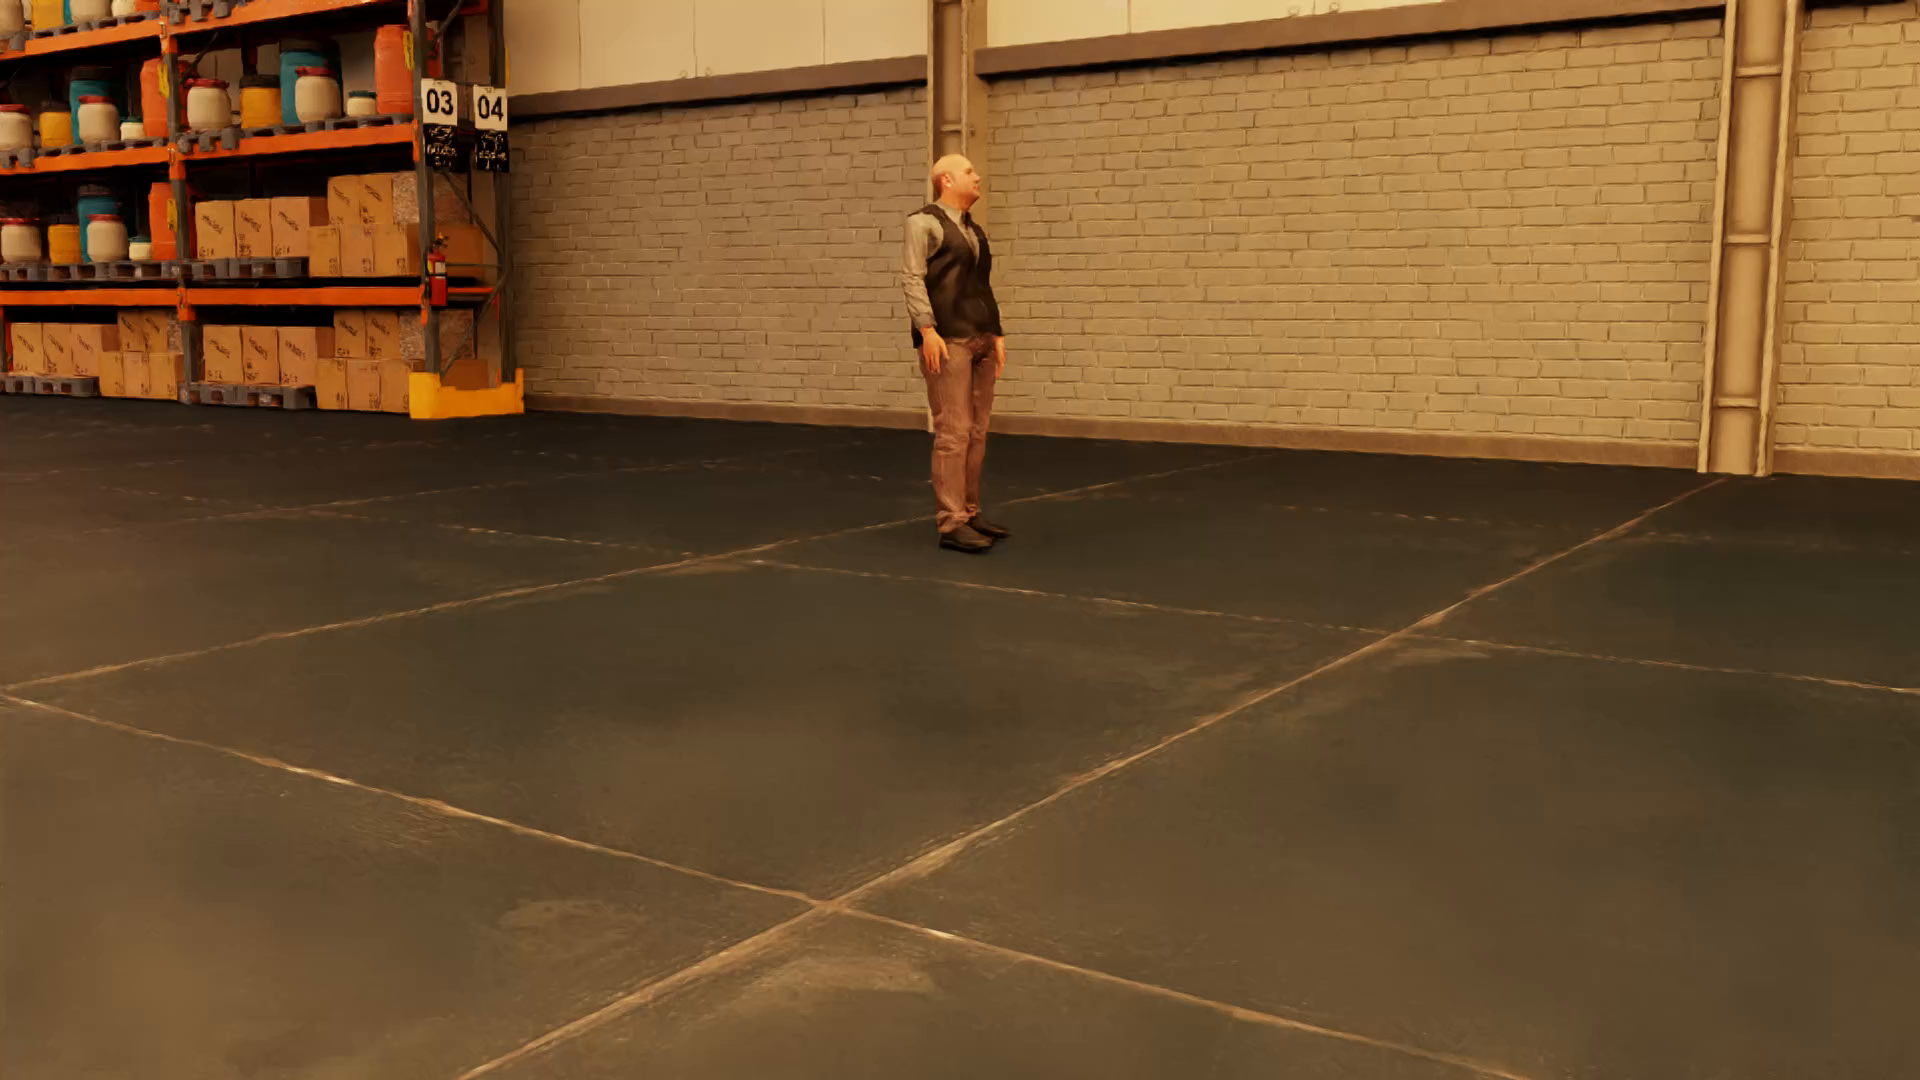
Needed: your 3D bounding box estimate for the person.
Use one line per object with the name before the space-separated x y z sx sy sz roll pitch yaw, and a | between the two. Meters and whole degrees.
person | 0.047 -0.854 7.440 0.567 1.720 0.632 5 10 34
